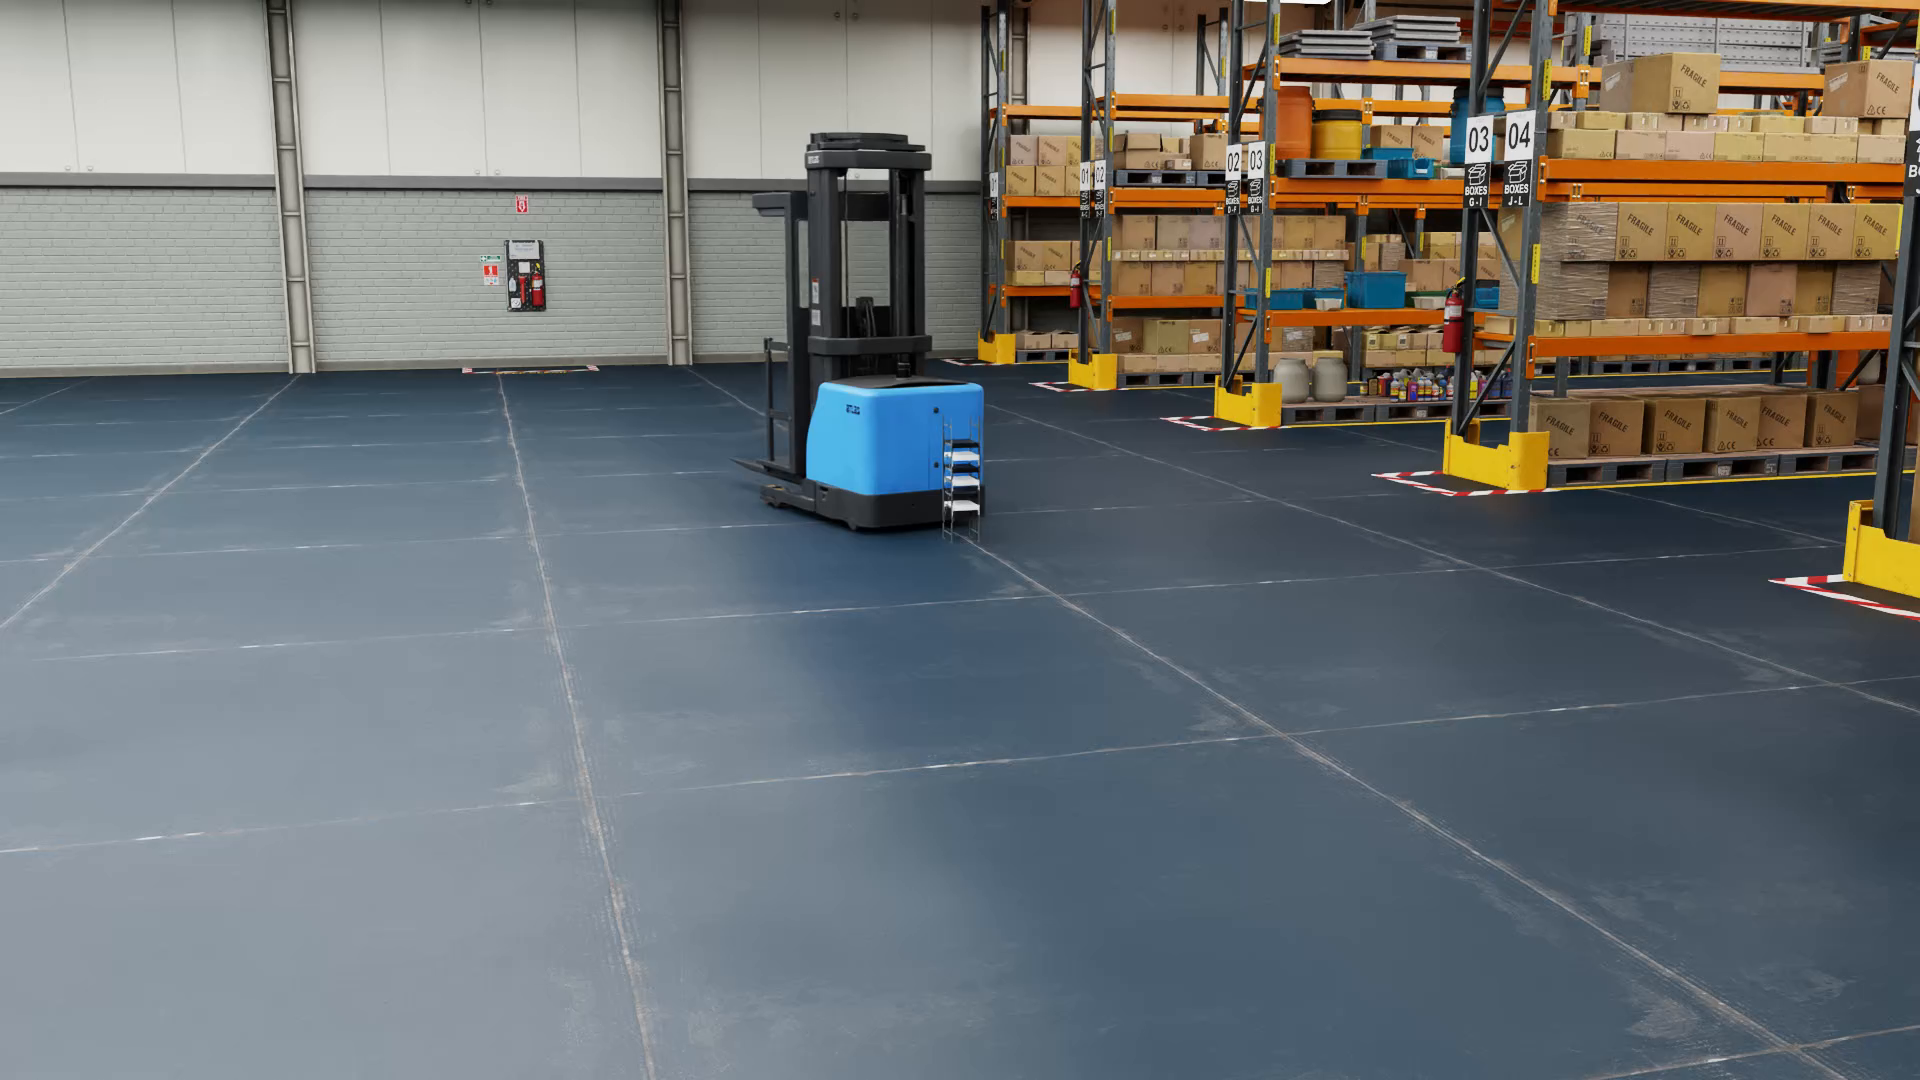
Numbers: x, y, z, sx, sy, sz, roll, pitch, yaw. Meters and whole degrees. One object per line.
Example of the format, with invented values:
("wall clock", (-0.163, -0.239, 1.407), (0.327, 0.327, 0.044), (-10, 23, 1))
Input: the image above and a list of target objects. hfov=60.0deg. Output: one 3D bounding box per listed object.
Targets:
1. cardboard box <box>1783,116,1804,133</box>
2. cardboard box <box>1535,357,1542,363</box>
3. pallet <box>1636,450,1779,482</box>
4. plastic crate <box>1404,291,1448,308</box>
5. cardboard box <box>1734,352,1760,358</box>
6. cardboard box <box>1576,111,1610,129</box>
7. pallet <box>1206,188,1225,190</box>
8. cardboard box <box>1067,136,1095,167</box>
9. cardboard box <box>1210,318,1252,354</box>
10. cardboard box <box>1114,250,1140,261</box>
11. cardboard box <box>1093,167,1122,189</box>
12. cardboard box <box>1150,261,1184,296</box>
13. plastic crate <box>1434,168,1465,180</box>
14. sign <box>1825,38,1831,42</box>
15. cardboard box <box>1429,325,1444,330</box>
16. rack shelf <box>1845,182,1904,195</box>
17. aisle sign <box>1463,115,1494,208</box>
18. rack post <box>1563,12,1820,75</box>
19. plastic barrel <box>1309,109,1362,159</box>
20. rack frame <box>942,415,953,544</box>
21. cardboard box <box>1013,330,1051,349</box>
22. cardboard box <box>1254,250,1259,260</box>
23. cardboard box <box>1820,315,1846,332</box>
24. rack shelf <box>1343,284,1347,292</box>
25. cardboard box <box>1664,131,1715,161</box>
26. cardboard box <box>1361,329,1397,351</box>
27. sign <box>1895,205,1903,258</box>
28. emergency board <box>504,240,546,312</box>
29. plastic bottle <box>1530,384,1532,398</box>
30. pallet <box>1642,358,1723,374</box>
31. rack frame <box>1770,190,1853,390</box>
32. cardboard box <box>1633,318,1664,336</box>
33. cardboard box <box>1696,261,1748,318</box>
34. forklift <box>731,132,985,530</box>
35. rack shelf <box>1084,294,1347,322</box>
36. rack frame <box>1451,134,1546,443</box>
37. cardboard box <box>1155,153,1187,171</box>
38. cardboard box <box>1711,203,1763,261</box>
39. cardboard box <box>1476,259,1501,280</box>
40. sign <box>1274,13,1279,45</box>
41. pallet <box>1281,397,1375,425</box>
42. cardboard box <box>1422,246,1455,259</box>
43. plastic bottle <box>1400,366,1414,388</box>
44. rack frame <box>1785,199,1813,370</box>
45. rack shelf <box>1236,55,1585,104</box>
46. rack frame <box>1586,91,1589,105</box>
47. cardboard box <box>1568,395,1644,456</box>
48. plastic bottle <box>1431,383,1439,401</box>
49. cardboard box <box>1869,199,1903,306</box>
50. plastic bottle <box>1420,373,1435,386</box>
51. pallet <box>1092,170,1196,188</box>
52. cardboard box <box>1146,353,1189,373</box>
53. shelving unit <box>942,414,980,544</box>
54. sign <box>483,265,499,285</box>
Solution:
("cardboard box", (7.299, -3.694, 14.855), (0.250, 0.149, 0.380), (-3, 11, -14))
("cardboard box", (8.700, -2.890, 25.897), (0.500, 0.250, 0.500), (-3, 11, -17))
("pallet", (6.747, -0.733, 15.446), (1.213, 0.211, 1.003), (-3, 11, -16))
("plastic crate", (5.789, -2.944, 20.340), (0.662, 0.188, 0.450), (-3, 11, -16))
("cardboard box", (12.601, -3.223, 26.957), (0.500, 0.500, 0.500), (-3, 11, -16))
("cardboard box", (5.320, -3.572, 14.194), (0.250, 0.149, 0.380), (-3, 11, -15))
("pallet", (5.025, -6.186, 29.597), (1.003, 0.211, 1.213), (-3, 11, -16))
("cardboard box", (1.984, -6.636, 28.428), (0.500, 0.500, 0.500), (-3, 11, -14))
("cardboard box", (3.968, -3.014, 24.497), (0.500, 0.500, 0.500), (-3, 11, -16))
("cardboard box", (2.387, -4.078, 23.843), (0.250, 0.149, 0.380), (-3, 11, -16))
("cardboard box", (2.484, -6.174, 28.684), (0.500, 0.500, 0.500), (-2, 11, -12))
("cardboard box", (2.905, -3.825, 24.263), (0.500, 0.500, 0.700), (-3, 11, -14))
("plastic crate", (5.743, -4.262, 19.357), (0.396, 0.136, 0.243), (-3, 11, -16))
("sign", (13.632, -7.726, 26.141), (0.005, 0.325, 0.100), (-3, 11, -16))
("cardboard box", (7.560, -3.207, 26.067), (0.500, 0.311, 0.500), (-3, 11, -17))
("rack shelf", (10.476, -3.430, 16.094), (4.000, 0.370, 1.077), (-3, 11, -16))
("aisle sign", (4.572, -3.332, 14.682), (0.004, 0.787, 0.394), (-3, 11, -16))
("rack post", (9.038, -6.231, 20.489), (3.121, 1.000, 1.013), (-3, 11, -16))
("plastic barrel", (4.390, -4.720, 19.435), (0.600, 0.588, 0.600), (0, 10, 0))
("rack frame", (-0.090, -0.438, 11.939), (0.006, 0.900, 0.240), (-3, 11, -16))
("cardboard box", (1.251, -3.501, 28.992), (0.500, 0.311, 0.500), (-4, 11, -22))
("cardboard box", (4.370, -4.183, 24.414), (0.250, 0.149, 0.380), (-3, 11, -14))
("cardboard box", (7.932, -2.008, 15.365), (0.250, 0.149, 0.380), (-3, 11, -16))
("rack shelf", (6.323, -4.538, 30.398), (4.000, 0.370, 1.077), (-3, 11, -16))
("cardboard box", (6.220, -3.437, 14.562), (0.500, 0.250, 0.500), (-3, 11, -16))
("cardboard box", (6.257, -3.037, 25.145), (0.500, 0.311, 0.500), (-3, 11, -16))
("sign", (5.866, -1.918, 10.330), (0.005, 0.325, 0.100), (-3, 11, -16))
("emergency board", (-7.152, -4.352, 27.400), (0.643, 1.169, 0.194), (-3, 11, -16))
("plastic bottle", (6.910, -1.836, 20.247), (0.097, 0.201, 0.097), (0, 10, 0))
("pallet", (11.528, -2.853, 26.959), (1.213, 0.211, 1.003), (-3, 11, -16))
("rack frame", (11.012, -3.271, 21.527), (0.127, 3.000, 1.000), (-3, 11, -16))
("cardboard box", (6.021, -1.901, 14.783), (0.250, 0.149, 0.380), (-3, 11, -16))
("cardboard box", (6.673, -2.310, 15.214), (0.500, 0.500, 0.875), (-3, 11, -16))
("forklift", (-0.982, -1.737, 13.387), (1.130, 2.935, 3.031), (-6, 12, -30))
("rack shelf", (3.870, -3.474, 24.621), (4.000, 0.370, 1.077), (-3, 11, -16))
("rack frame", (4.715, -2.005, 14.651), (0.127, 3.000, 1.000), (-3, 11, -16))
("cardboard box", (2.982, -5.508, 24.263), (0.500, 0.250, 0.500), (-3, 11, -16))
("cardboard box", (6.760, -2.748, 14.831), (0.500, 0.500, 0.500), (-3, 11, -16))
("cardboard box", (8.025, -4.093, 25.720), (0.500, 0.500, 0.500), (-4, 11, -19))
("sign", (3.480, -5.618, 18.283), (0.005, 0.325, 0.100), (-3, 11, -16))
("pallet", (4.172, -1.547, 19.864), (1.213, 0.211, 1.003), (-3, 11, -16))
("cardboard box", (8.781, -5.178, 30.736), (0.500, 0.500, 0.500), (-3, 11, -14))
("plastic bottle", (5.512, -1.973, 20.578), (0.185, 0.351, 0.144), (-3, 11, -14))
("rack frame", (13.472, -4.334, 27.305), (0.127, 3.000, 1.000), (-3, 11, -16))
("rack shelf", (5.251, -5.367, 19.436), (4.000, 0.370, 1.077), (-3, 11, -16))
("rack frame", (12.084, -8.146, 31.439), (0.127, 3.000, 1.000), (-3, 11, -16))
("cardboard box", (5.884, -1.047, 15.192), (0.500, 0.500, 0.500), (0, 10, -1))
("plastic bottle", (5.679, -1.771, 19.895), (0.097, 0.201, 0.097), (0, 10, 0))
("cardboard box", (9.358, -2.725, 15.745), (1.000, 1.000, 1.000), (-3, 11, -16))
("plastic bottle", (5.757, -1.921, 20.503), (0.135, 0.276, 0.152), (-3, 11, -16))
("pallet", (2.636, -5.190, 23.913), (1.213, 0.211, 1.003), (-3, 11, -16))
("cardboard box", (3.006, -2.596, 24.296), (0.500, 0.250, 0.500), (-3, 11, -16))
("shelving unit", (0.008, -0.443, 11.967), (0.210, 0.900, 0.258), (-3, 11, -16))
("sign", (-7.712, -4.359, 27.342), (0.234, 0.329, 0.001), (-3, 11, -16))
